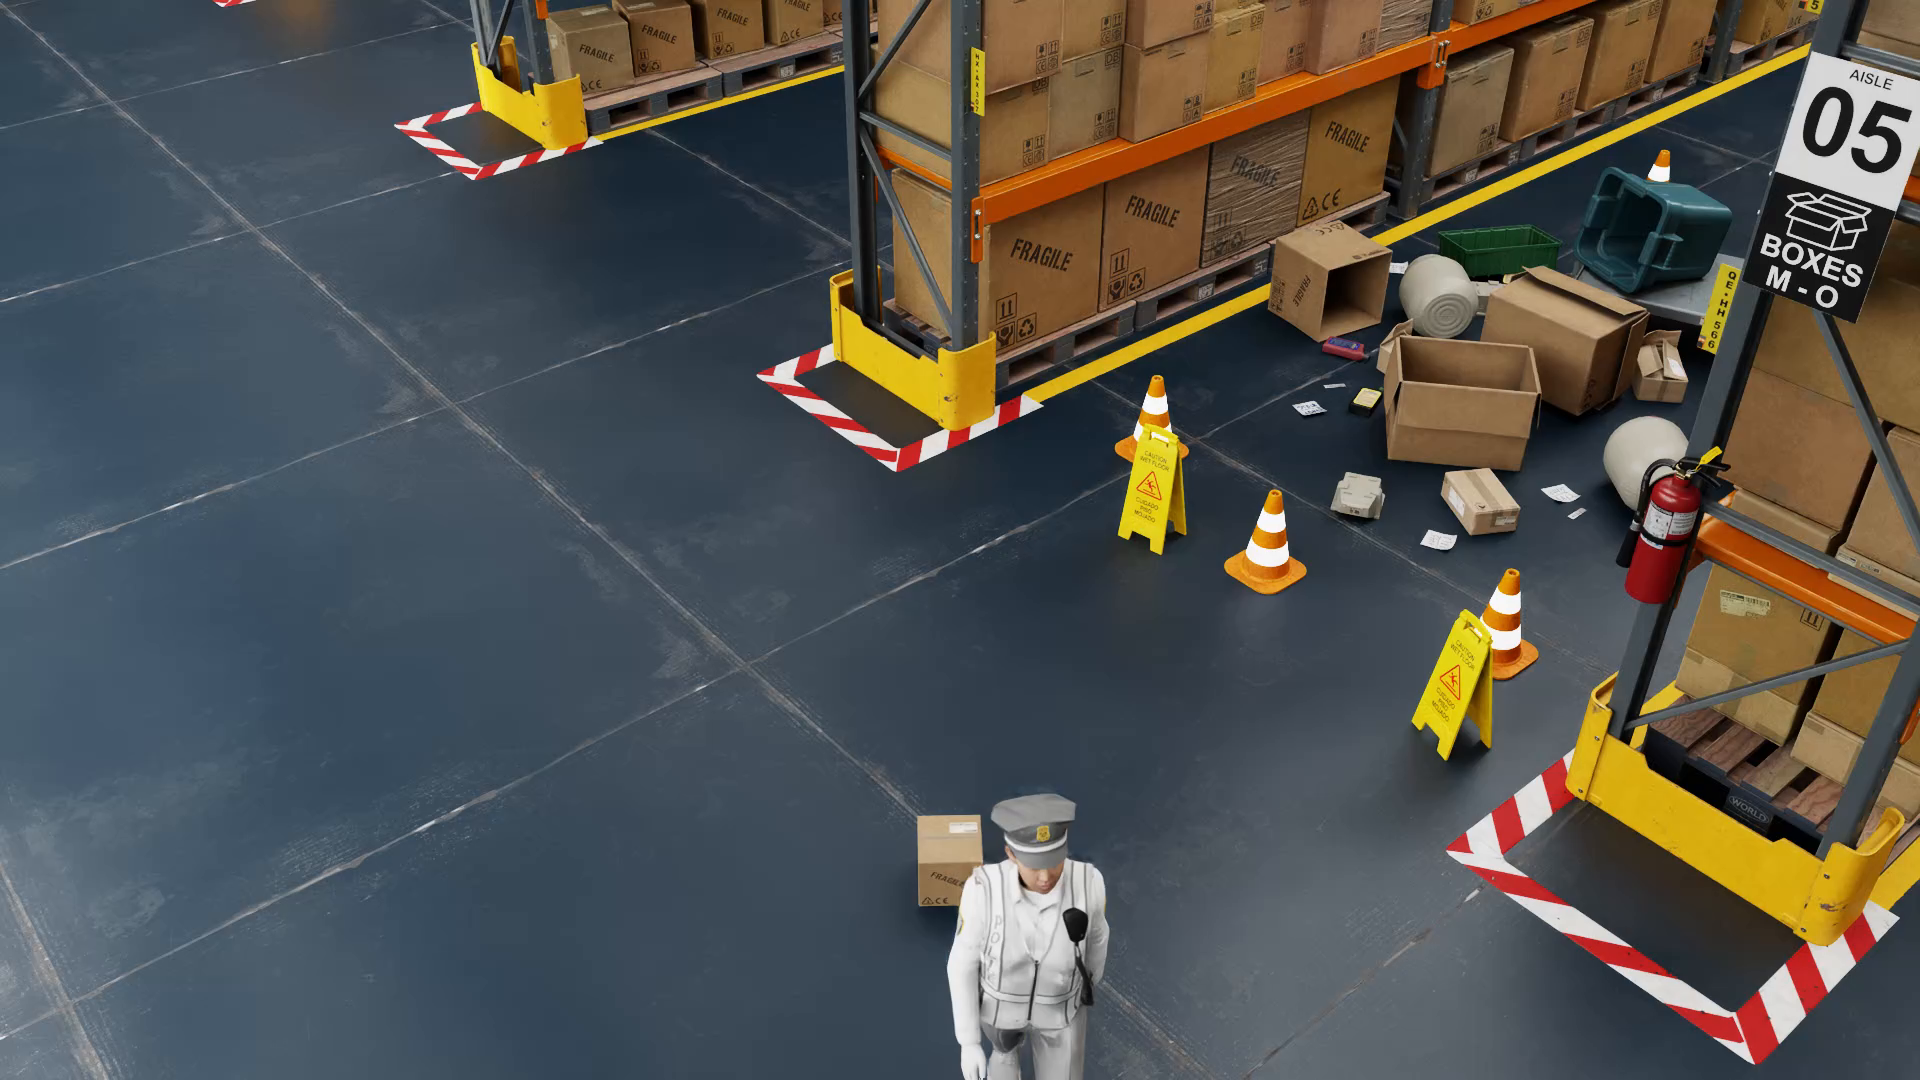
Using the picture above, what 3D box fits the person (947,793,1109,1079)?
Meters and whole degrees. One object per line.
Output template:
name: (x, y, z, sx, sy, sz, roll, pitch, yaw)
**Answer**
person: (0.208, 1.426, 5.085, 0.493, 1.628, 1.025, 1, 36, 1)
